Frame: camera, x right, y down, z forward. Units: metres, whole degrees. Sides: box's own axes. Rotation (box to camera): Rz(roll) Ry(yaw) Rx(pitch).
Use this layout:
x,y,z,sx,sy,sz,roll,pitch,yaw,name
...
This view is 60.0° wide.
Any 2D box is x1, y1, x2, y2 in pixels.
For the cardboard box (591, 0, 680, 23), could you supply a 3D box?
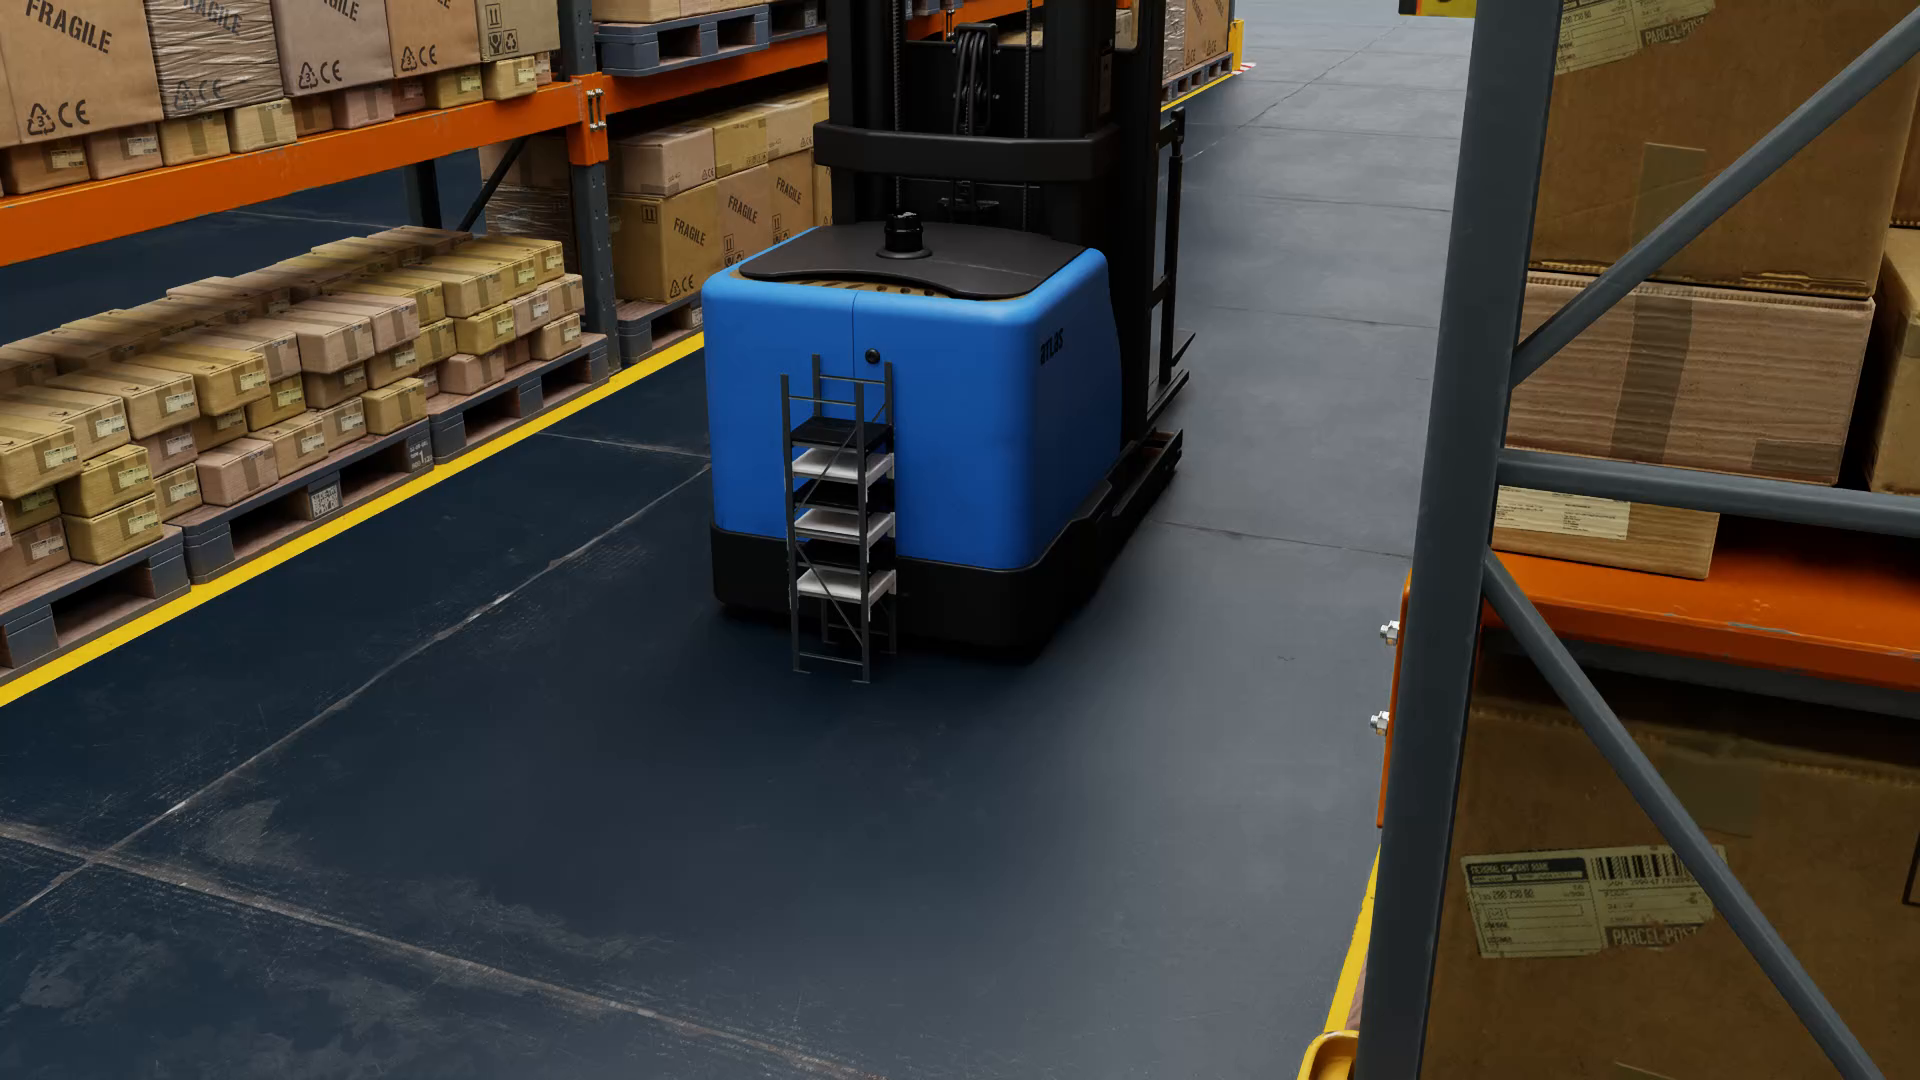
x,y,z,sx,sy,sz,roll,pitch,yaw,name
-1.456,-2.355,7.278,0.380,0.149,0.250,8,24,18,cardboard box

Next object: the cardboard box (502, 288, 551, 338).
x,y,z,sx,sy,sz,roll,pitch,yaw,name
-1.940,-0.961,6.927,0.380,0.149,0.250,8,24,18,cardboard box

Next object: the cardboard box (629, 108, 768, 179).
x,y,z,sx,sy,sz,roll,pitch,yaw,name
-1.314,-2.006,8.386,0.500,0.250,0.500,9,24,22,cardboard box

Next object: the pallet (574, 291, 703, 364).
x,y,z,sx,sy,sz,roll,pitch,yaw,name
-1.742,-1.194,8.335,1.003,0.211,1.213,9,24,20,pallet

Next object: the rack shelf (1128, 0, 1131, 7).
x,y,z,sx,sy,sz,roll,pitch,yaw,name
1.685,-5.449,15.836,1.077,0.370,4.000,9,24,20,rack shelf

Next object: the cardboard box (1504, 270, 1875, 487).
x,y,z,sx,sy,sz,roll,pitch,yaw,name
0.986,-0.304,2.395,0.500,0.250,0.500,8,24,19,cardboard box

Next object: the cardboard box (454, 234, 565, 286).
x,y,z,sx,sy,sz,roll,pitch,yaw,name
-1.920,-1.190,7.090,0.380,0.149,0.250,9,24,22,cardboard box

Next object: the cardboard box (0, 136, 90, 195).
x,y,z,sx,sy,sz,roll,pitch,yaw,name
-2.792,-1.115,4.854,0.380,0.149,0.250,9,24,20,cardboard box

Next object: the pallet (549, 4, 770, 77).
x,y,z,sx,sy,sz,roll,pitch,yaw,name
-1.610,-2.366,7.772,1.003,0.211,1.213,9,24,20,pallet

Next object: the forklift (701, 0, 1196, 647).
x,y,z,sx,sy,sz,roll,pitch,yaw,name
0.214,-1.580,5.731,1.130,2.935,3.031,8,24,18,forklift

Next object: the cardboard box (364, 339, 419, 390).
x,y,z,sx,sy,sz,roll,pitch,yaw,name
-2.284,-0.693,6.285,0.380,0.149,0.250,9,24,21,cardboard box

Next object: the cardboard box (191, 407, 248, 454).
x,y,z,sx,sy,sz,roll,pitch,yaw,name
-2.651,-0.415,5.620,0.380,0.149,0.250,10,25,23,cardboard box

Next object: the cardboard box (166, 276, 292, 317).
x,y,z,sx,sy,sz,roll,pitch,yaw,name
-2.801,-0.898,6.390,0.380,0.149,0.250,9,24,21,cardboard box

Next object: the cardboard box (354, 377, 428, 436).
x,y,z,sx,sy,sz,roll,pitch,yaw,name
-2.243,-0.521,6.259,0.380,0.149,0.250,9,24,20,cardboard box

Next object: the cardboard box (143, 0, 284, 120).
x,y,z,sx,sy,sz,roll,pitch,yaw,name
-2.539,-1.627,5.238,0.500,0.500,0.500,8,24,19,cardboard box

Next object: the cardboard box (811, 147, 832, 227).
x,y,z,sx,sy,sz,roll,pitch,yaw,name
-0.923,-2.024,9.402,0.500,0.500,0.500,8,24,18,cardboard box

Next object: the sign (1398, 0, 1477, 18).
x,y,z,sx,sy,sz,roll,pitch,yaw,name
0.554,-0.751,1.846,0.100,0.325,0.005,9,24,20,sign

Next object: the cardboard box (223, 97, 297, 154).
x,y,z,sx,sy,sz,roll,pitch,yaw,name
-2.432,-1.381,5.490,0.380,0.149,0.250,9,24,21,cardboard box

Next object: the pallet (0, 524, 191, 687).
x,y,z,sx,sy,sz,roll,pitch,yaw,name
-3.152,0.203,4.990,1.003,0.211,1.213,9,24,20,pallet

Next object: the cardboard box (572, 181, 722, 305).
x,y,z,sx,sy,sz,roll,pitch,yaw,name
-1.509,-1.469,8.073,0.500,0.500,0.500,10,25,22,cardboard box

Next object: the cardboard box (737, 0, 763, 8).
x,y,z,sx,sy,sz,roll,pitch,yaw,name
-1.168,-2.634,7.945,0.380,0.149,0.250,9,24,21,cardboard box

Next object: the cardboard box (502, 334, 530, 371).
x,y,z,sx,sy,sz,roll,pitch,yaw,name
-2.033,-0.810,6.952,0.380,0.149,0.250,9,24,22,cardboard box

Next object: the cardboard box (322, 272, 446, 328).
x,y,z,sx,sy,sz,roll,pitch,yaw,name
-2.233,-0.921,6.446,0.380,0.149,0.250,10,25,22,cardboard box

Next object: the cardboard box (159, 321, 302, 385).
x,y,z,sx,sy,sz,roll,pitch,yaw,name
-2.530,-0.640,5.772,0.380,0.149,0.250,9,24,20,cardboard box

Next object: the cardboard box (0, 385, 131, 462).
x,y,z,sx,sy,sz,roll,pitch,yaw,name
-2.787,-0.351,5.080,0.380,0.149,0.250,8,24,17,cardboard box

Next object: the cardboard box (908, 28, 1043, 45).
x,y,z,sx,sy,sz,roll,pitch,yaw,name
0.088,-3.308,12.151,1.050,0.750,0.750,9,24,21,cardboard box

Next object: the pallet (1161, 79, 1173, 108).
x,y,z,sx,sy,sz,roll,pitch,yaw,name
1.297,-4.039,15.146,1.003,0.211,1.213,9,24,20,pallet

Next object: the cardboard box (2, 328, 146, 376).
x,y,z,sx,sy,sz,roll,pitch,yaw,name
-3.025,-0.608,5.696,0.380,0.149,0.250,8,24,18,cardboard box

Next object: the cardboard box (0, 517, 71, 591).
x,y,z,sx,sy,sz,roll,pitch,yaw,name
-2.916,0.014,4.979,0.380,0.149,0.250,9,24,21,cardboard box

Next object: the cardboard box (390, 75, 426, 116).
x,y,z,sx,sy,sz,roll,pitch,yaw,name
-2.227,-1.673,6.190,0.380,0.149,0.250,8,24,19,cardboard box

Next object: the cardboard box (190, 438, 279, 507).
x,y,z,sx,sy,sz,roll,pitch,yaw,name
-2.540,-0.243,5.595,0.380,0.149,0.250,8,24,17,cardboard box

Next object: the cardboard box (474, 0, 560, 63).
x,y,z,sx,sy,sz,roll,pitch,yaw,name
-1.947,-2.172,6.542,0.500,0.500,0.500,9,24,20,cardboard box

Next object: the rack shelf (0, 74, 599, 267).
x,y,z,sx,sy,sz,roll,pitch,yaw,name
-2.772,-1.154,5.556,1.077,0.370,4.000,9,24,20,rack shelf

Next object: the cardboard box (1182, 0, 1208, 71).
x,y,z,sx,sy,sz,roll,pitch,yaw,name
1.913,-5.142,16.381,0.875,0.875,0.875,8,24,19,cardboard box

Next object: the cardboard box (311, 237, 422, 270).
x,y,z,sx,sy,sz,roll,pitch,yaw,name
-2.507,-1.171,7.044,0.380,0.149,0.250,10,25,23,cardboard box

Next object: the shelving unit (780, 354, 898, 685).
x,y,z,sx,sy,sz,roll,pitch,yaw,name
-0.336,-0.055,4.713,0.258,0.900,0.210,8,24,18,shelving unit

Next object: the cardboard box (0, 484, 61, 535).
x,y,z,sx,sy,sz,roll,pitch,yaw,name
-2.919,-0.127,4.931,0.380,0.149,0.250,9,24,21,cardboard box

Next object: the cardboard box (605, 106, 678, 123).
x,y,z,sx,sy,sz,roll,pitch,yaw,name
-1.784,-2.073,8.547,0.500,0.250,0.500,10,25,23,cardboard box

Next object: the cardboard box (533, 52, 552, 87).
x,y,z,sx,sy,sz,roll,pitch,yaw,name
-1.918,-1.951,6.854,0.380,0.149,0.250,8,24,19,cardboard box

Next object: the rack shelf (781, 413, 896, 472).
x,y,z,sx,sy,sz,roll,pitch,yaw,name
-0.336,-0.273,4.622,0.258,0.077,0.200,8,24,18,rack shelf

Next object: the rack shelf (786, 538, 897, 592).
x,y,z,sx,sy,sz,roll,pitch,yaw,name
-0.336,0.059,4.761,0.258,0.077,0.200,8,24,18,rack shelf

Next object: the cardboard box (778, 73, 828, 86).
x,y,z,sx,sy,sz,roll,pitch,yaw,name
-0.732,-2.555,9.701,0.500,0.250,0.500,9,24,21,cardboard box

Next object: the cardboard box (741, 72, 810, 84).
x,y,z,sx,sy,sz,roll,pitch,yaw,name
-1.213,-2.626,9.871,0.500,0.250,0.500,8,24,19,cardboard box

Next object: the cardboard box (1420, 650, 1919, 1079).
x,y,z,sx,sy,sz,roll,pitch,yaw,name
1.216,0.522,2.821,0.875,0.875,0.875,9,24,20,cardboard box

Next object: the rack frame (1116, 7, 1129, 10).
x,y,z,sx,sy,sz,roll,pitch,yaw,name
0.942,-5.065,13.984,1.000,3.000,0.127,9,24,20,rack frame

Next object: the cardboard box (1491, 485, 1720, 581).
x,y,z,sx,sy,sz,roll,pitch,yaw,name
0.879,-0.083,2.383,0.380,0.149,0.250,9,24,21,cardboard box
